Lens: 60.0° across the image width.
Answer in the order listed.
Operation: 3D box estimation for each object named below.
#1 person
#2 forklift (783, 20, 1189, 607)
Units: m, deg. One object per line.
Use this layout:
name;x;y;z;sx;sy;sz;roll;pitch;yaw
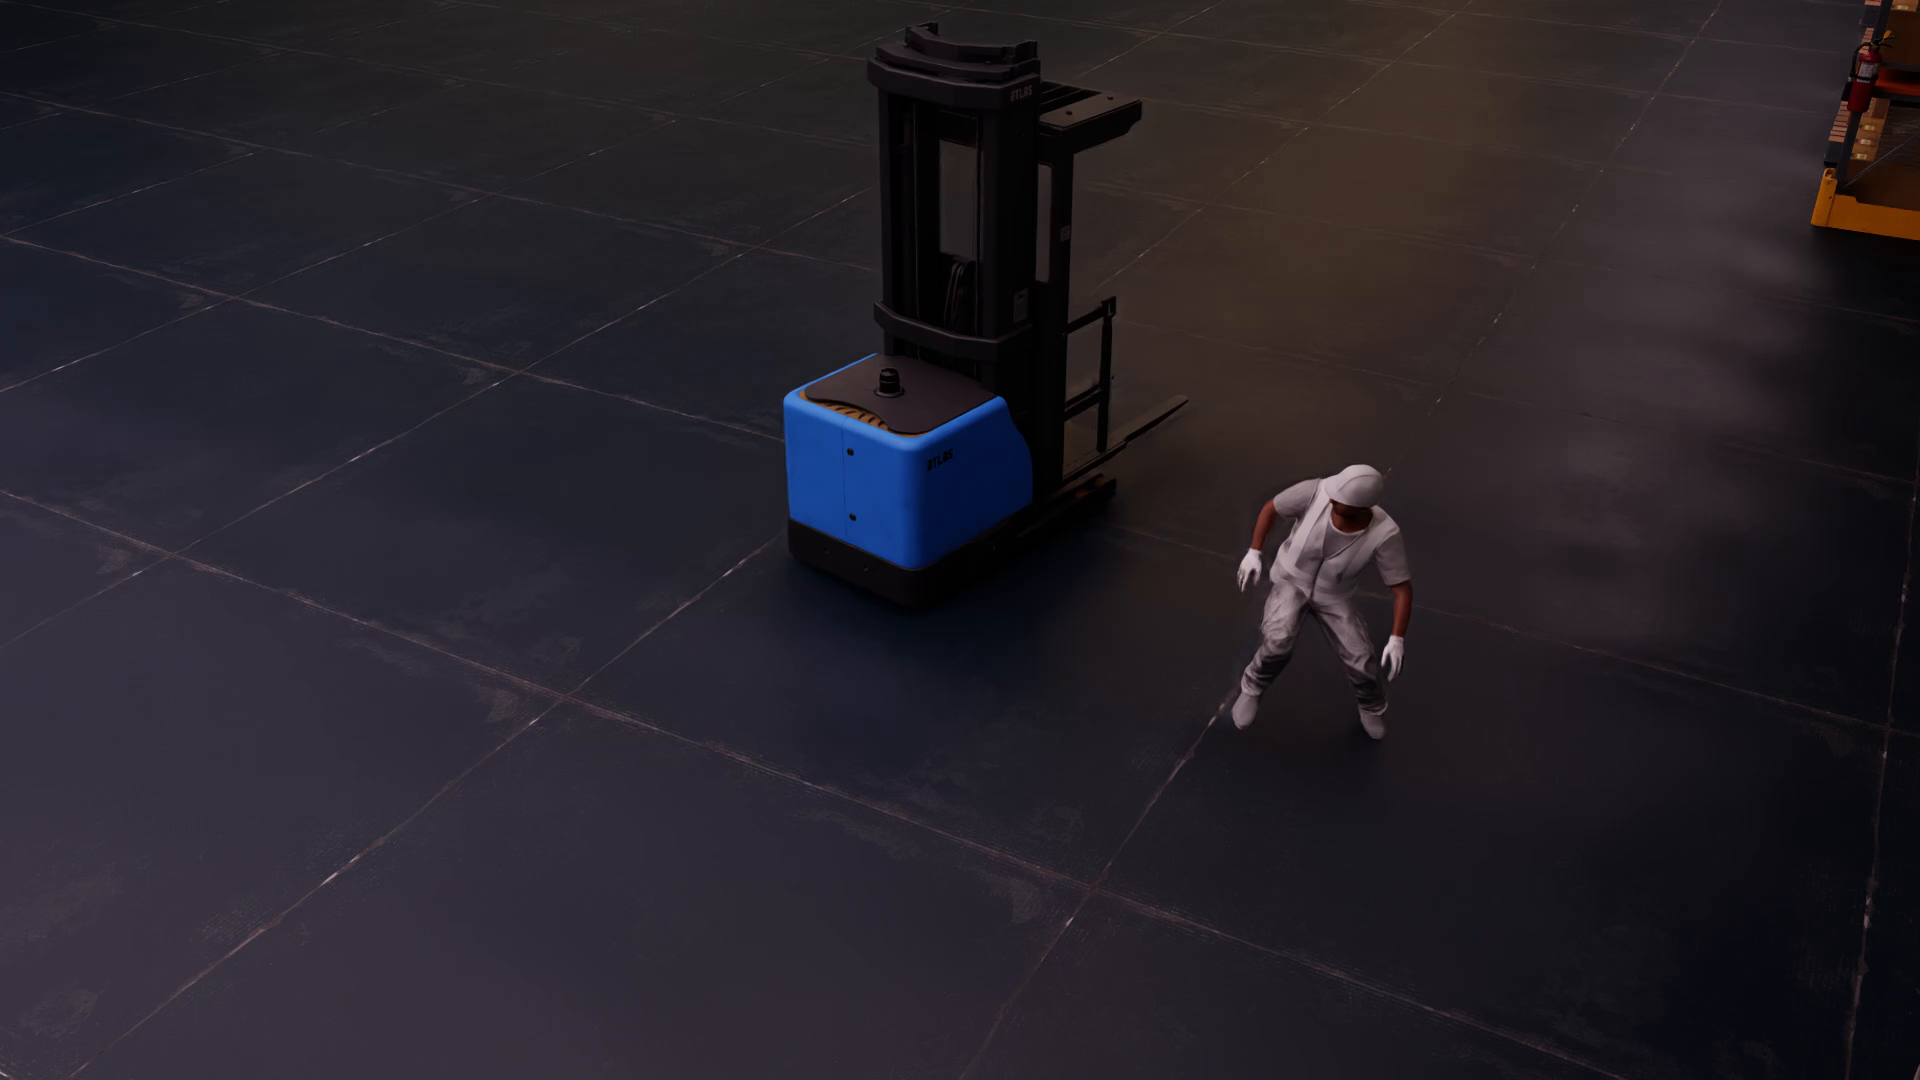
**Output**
person;1.748;0.292;8.031;0.826;1.535;0.697;5;30;9
forklift;0.322;-1.562;9.778;1.130;2.935;3.031;23;37;34
